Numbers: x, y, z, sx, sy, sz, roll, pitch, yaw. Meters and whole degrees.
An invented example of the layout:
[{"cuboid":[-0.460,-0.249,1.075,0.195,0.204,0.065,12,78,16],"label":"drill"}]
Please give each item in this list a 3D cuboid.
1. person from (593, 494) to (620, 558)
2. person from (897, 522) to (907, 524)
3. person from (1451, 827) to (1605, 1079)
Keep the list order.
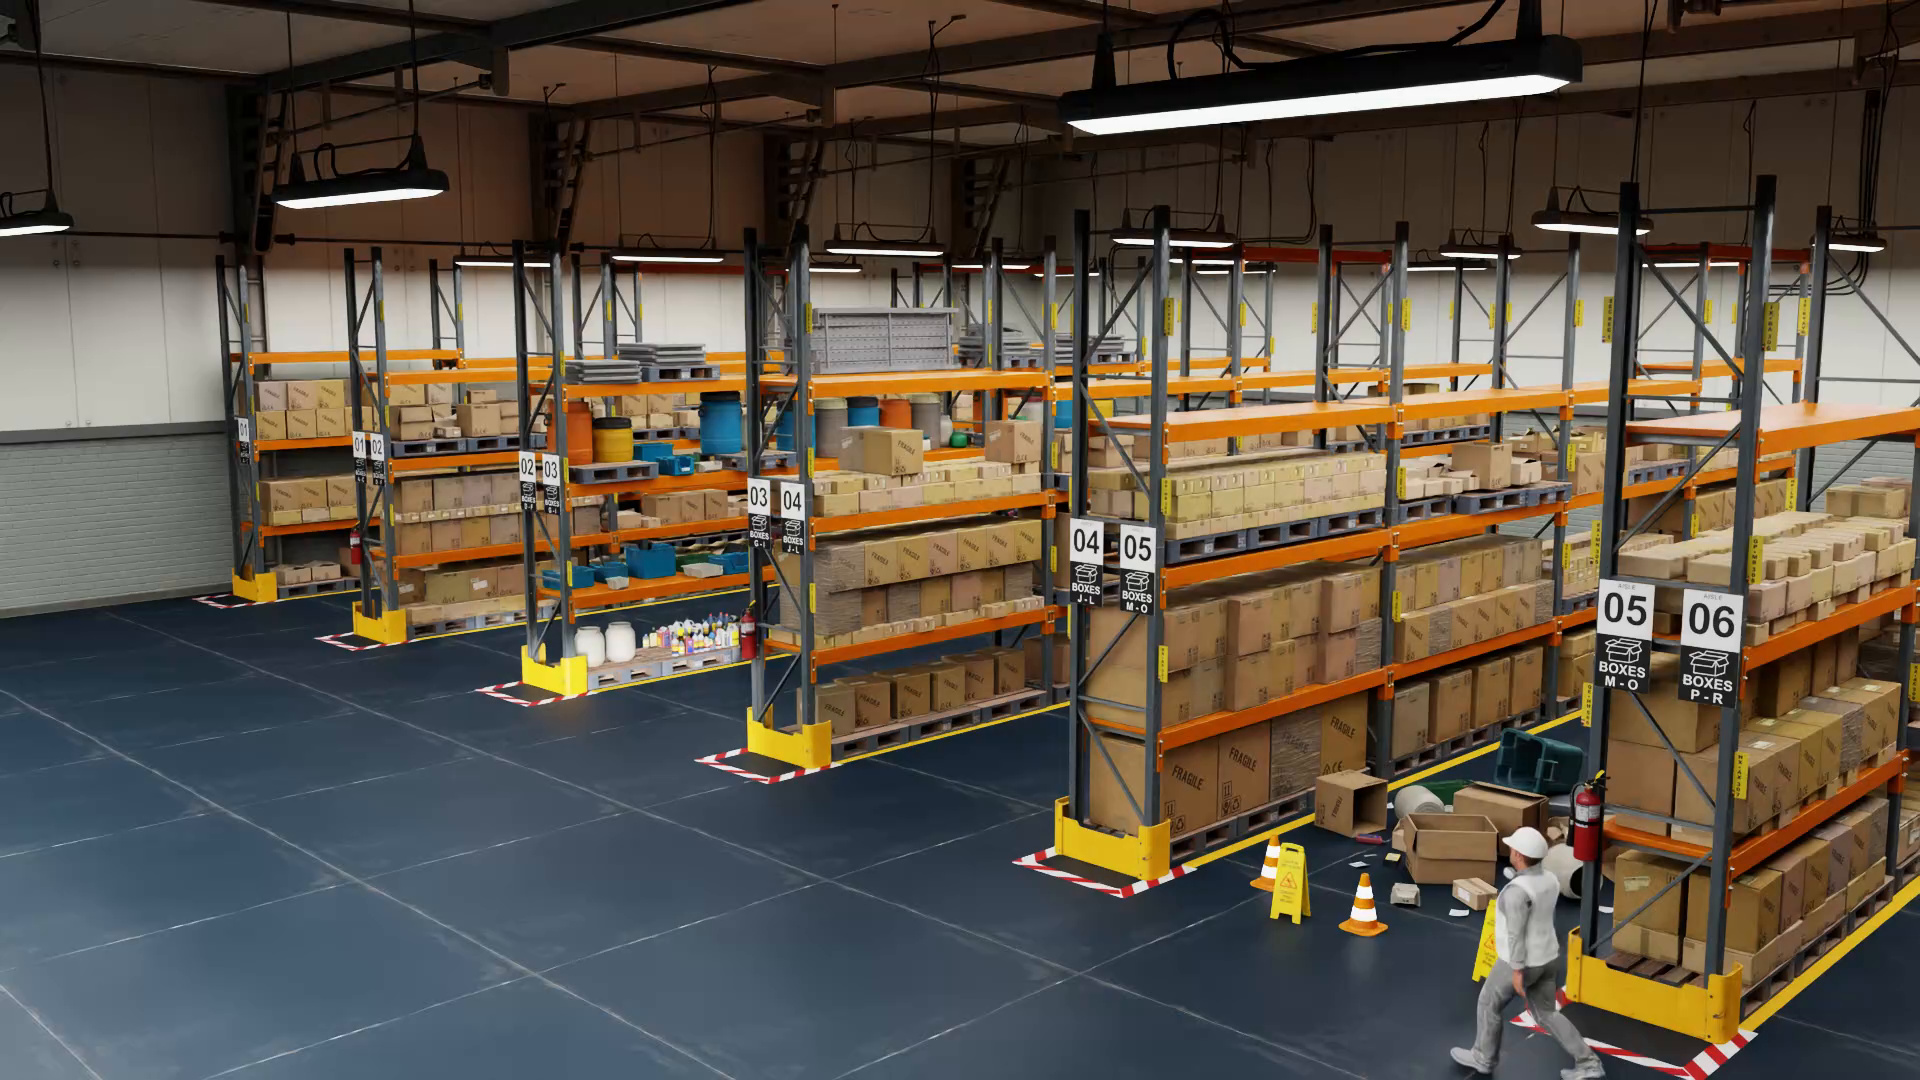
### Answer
[{"cuboid":[-6.736,-0.156,31.713,0.624,1.704,0.601,5,10,32],"label":"person"},{"cuboid":[-0.955,0.524,25.645,0.462,1.639,0.489,-4,9,-26],"label":"person"},{"cuboid":[3.775,2.759,11.001,0.528,1.739,0.999,-8,11,-43],"label":"person"}]
